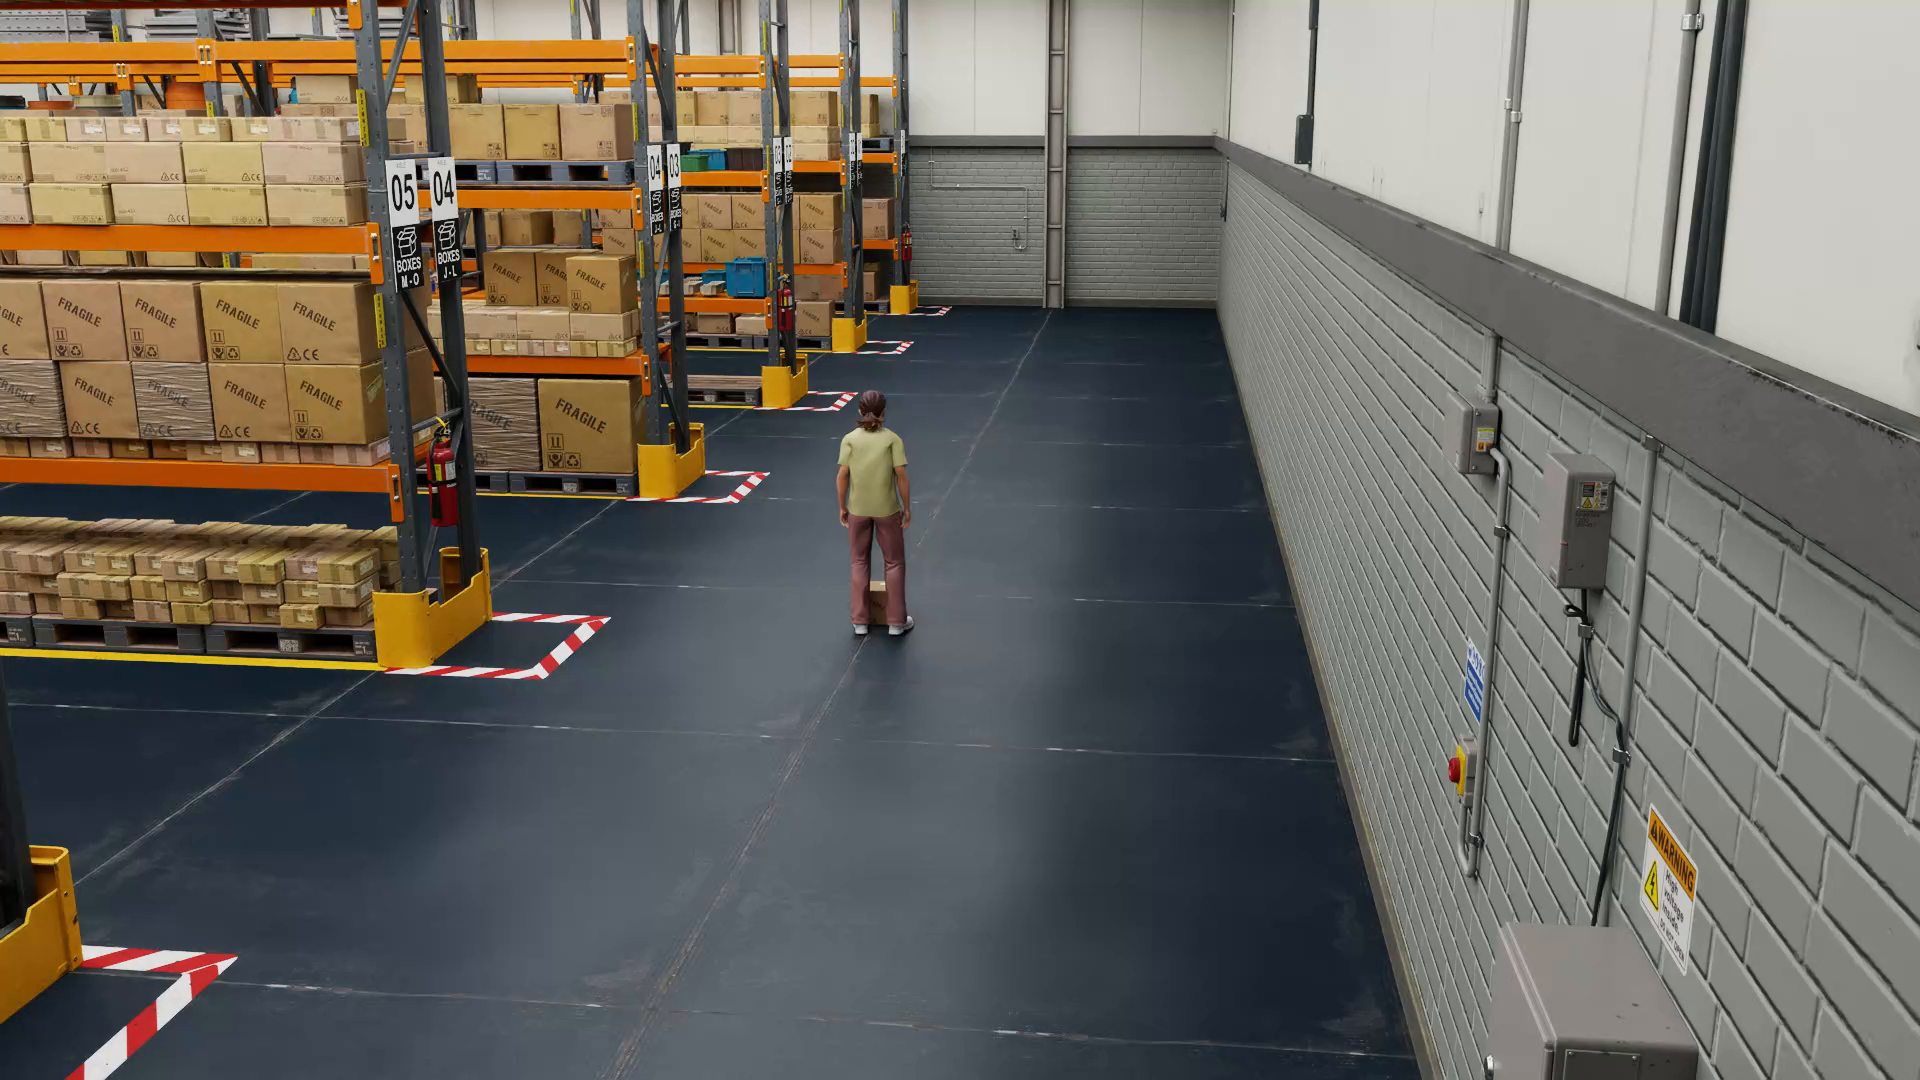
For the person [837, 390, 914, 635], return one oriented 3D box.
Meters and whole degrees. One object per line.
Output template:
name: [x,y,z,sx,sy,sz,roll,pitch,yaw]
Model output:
person: [-0.578,-0.070,11.346,0.497,1.438,0.360,2,14,6]
